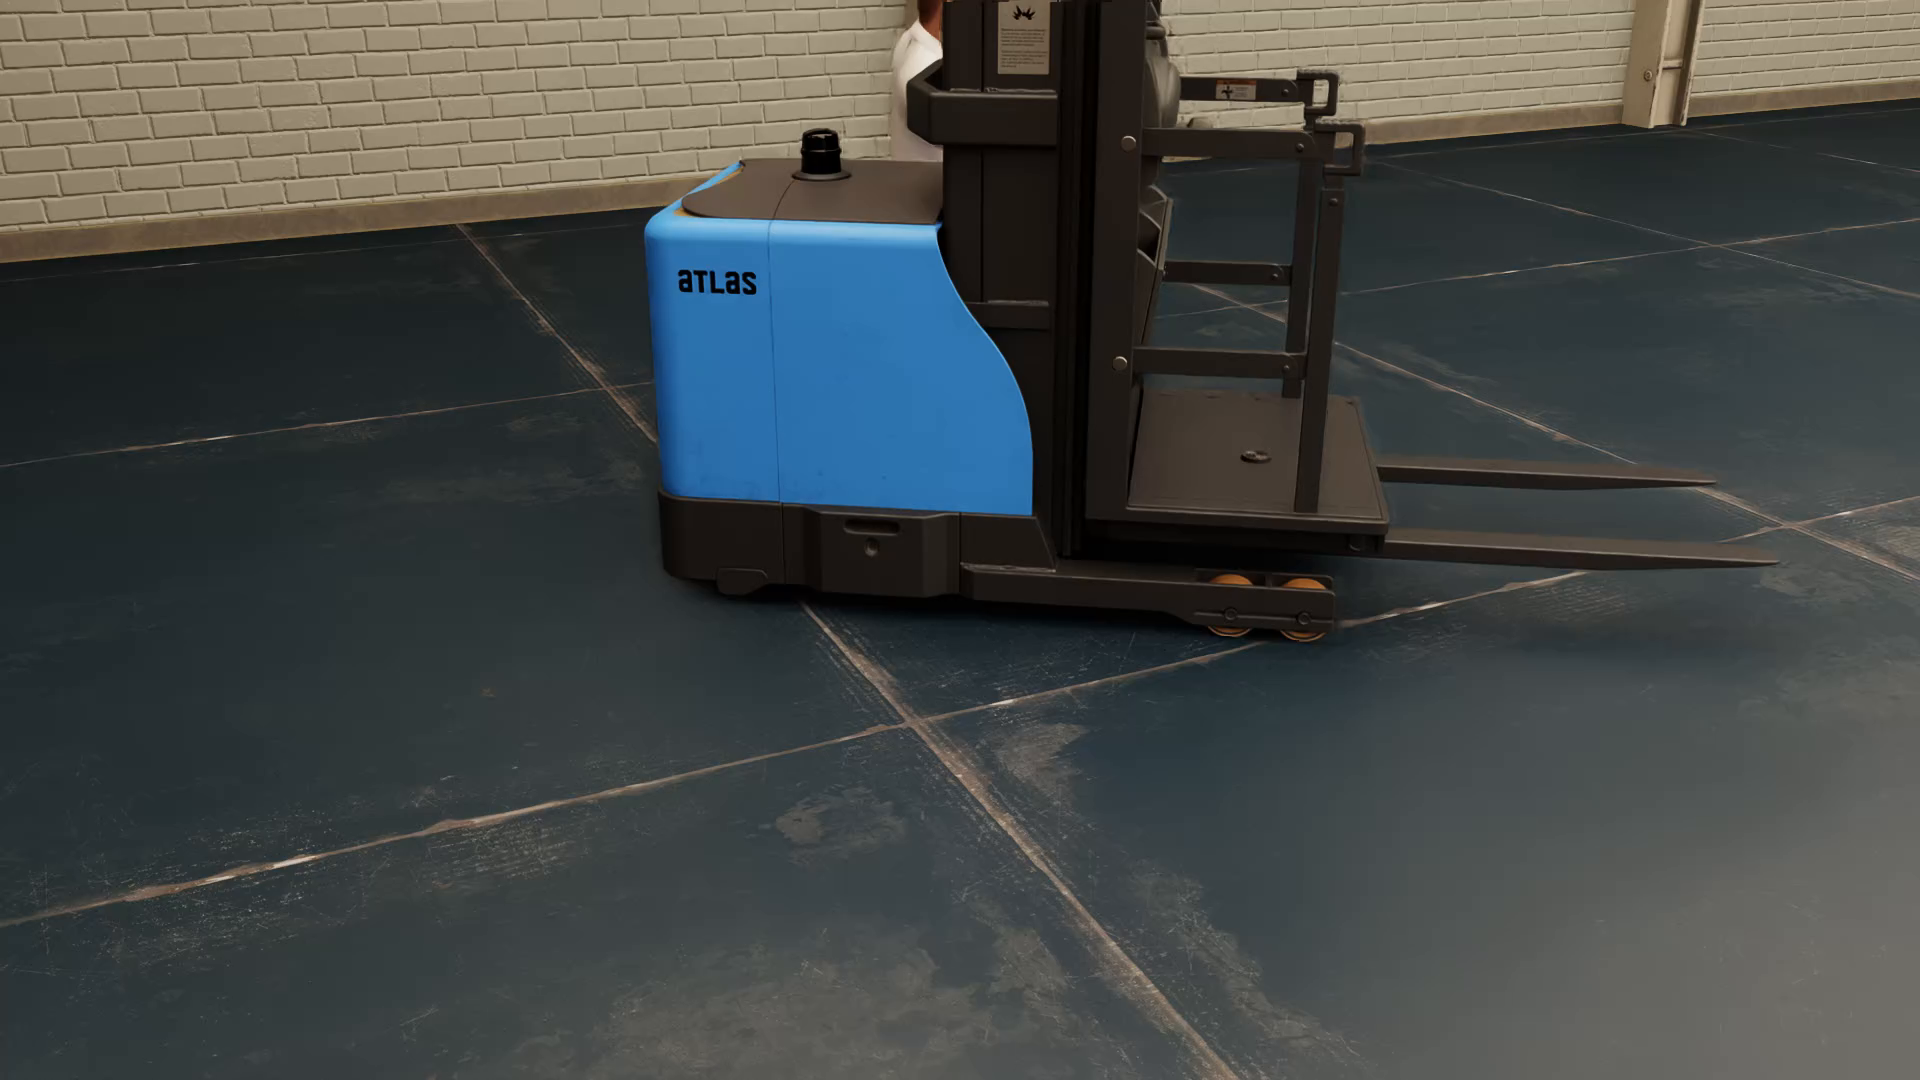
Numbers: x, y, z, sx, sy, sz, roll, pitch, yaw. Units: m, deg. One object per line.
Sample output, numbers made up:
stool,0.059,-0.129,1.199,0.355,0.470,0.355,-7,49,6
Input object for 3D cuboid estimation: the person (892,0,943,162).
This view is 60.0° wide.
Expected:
person,0.120,-1.181,5.841,0.706,1.618,0.808,-2,23,-4

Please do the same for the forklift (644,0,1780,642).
forklift,0.714,-1.299,4.413,3.031,2.935,1.130,3,23,8
